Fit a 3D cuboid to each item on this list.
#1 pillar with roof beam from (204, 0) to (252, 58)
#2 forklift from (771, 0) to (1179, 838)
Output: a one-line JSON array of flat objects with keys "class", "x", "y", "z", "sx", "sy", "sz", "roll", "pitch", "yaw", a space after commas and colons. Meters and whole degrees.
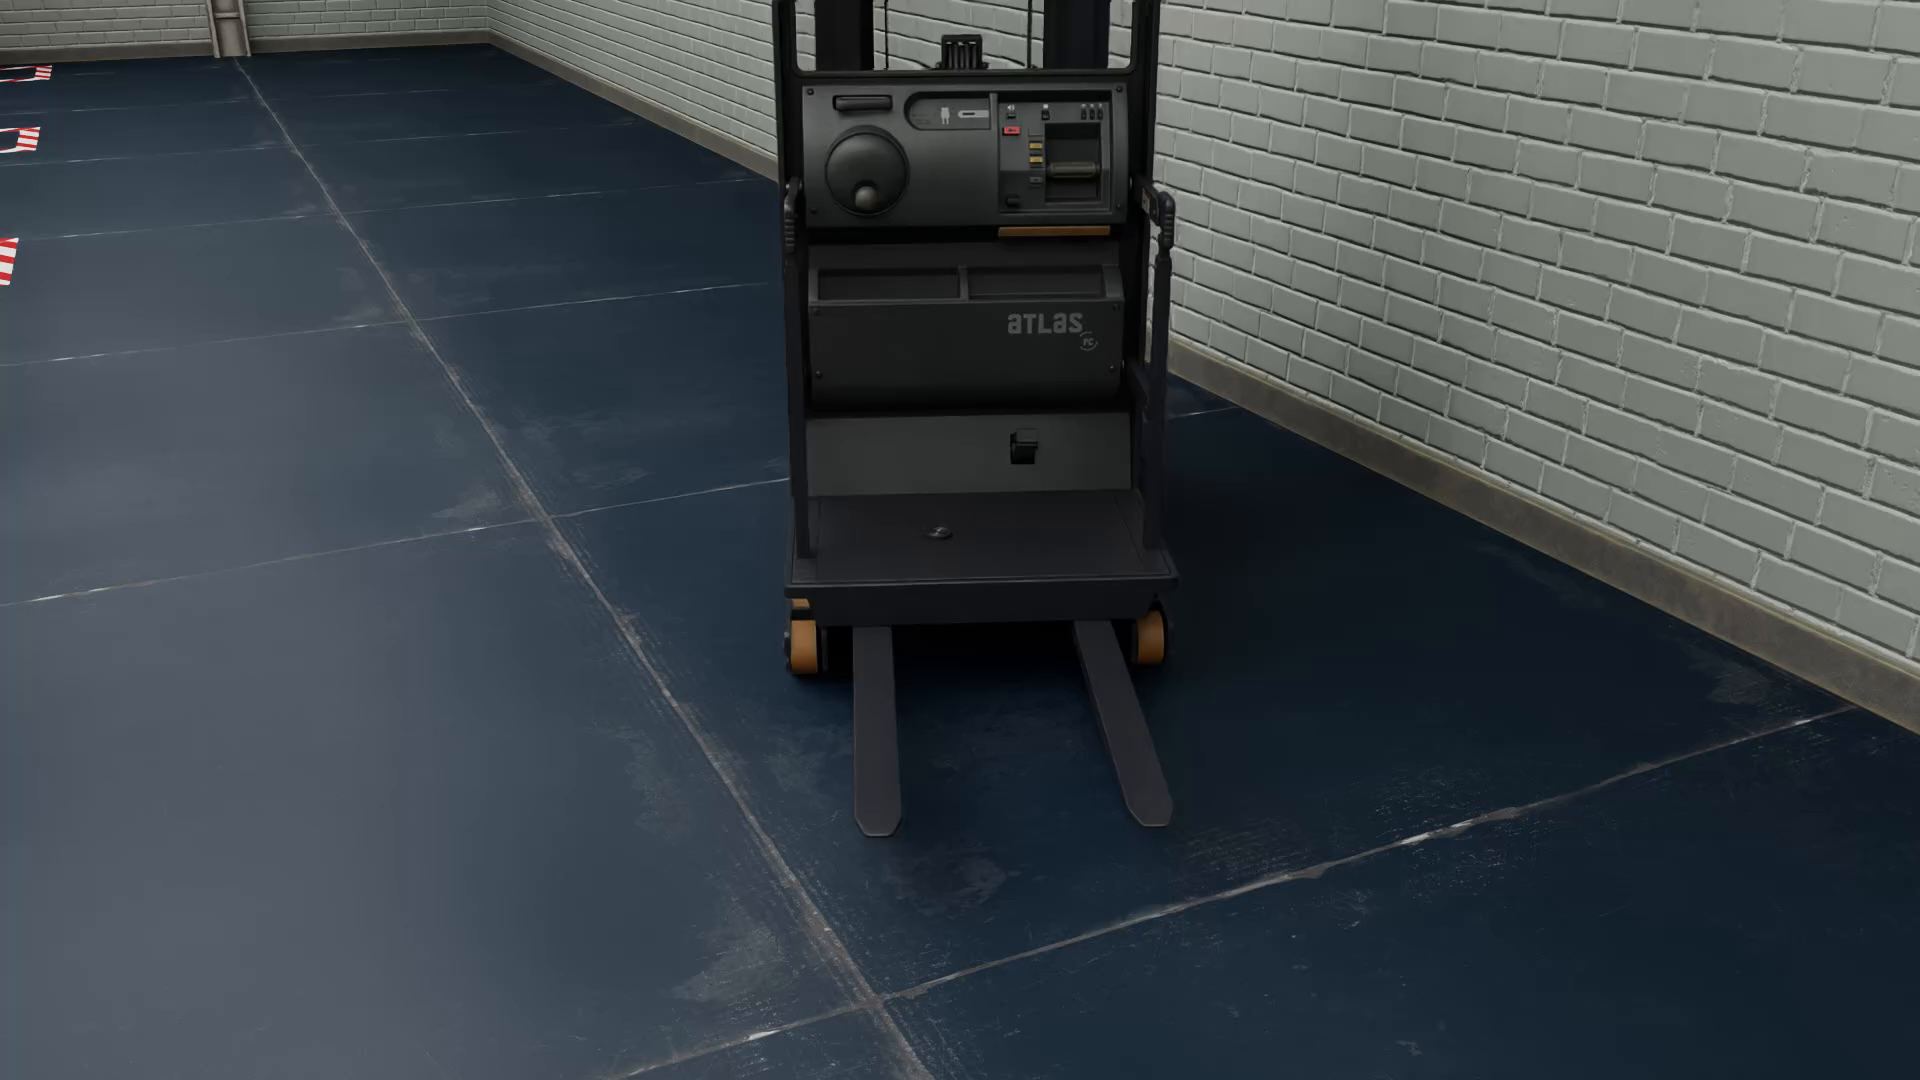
[{"class": "pillar with roof beam", "x": -6.628, "y": -8.332, "z": 14.113, "sx": 0.400, "sy": 9.000, "sz": 9.100, "roll": -10, "pitch": 25, "yaw": -24}, {"class": "forklift", "x": 0.033, "y": -1.091, "z": 4.554, "sx": 1.130, "sy": 2.935, "sz": 3.031, "roll": -1, "pitch": 23, "yaw": -3}]
